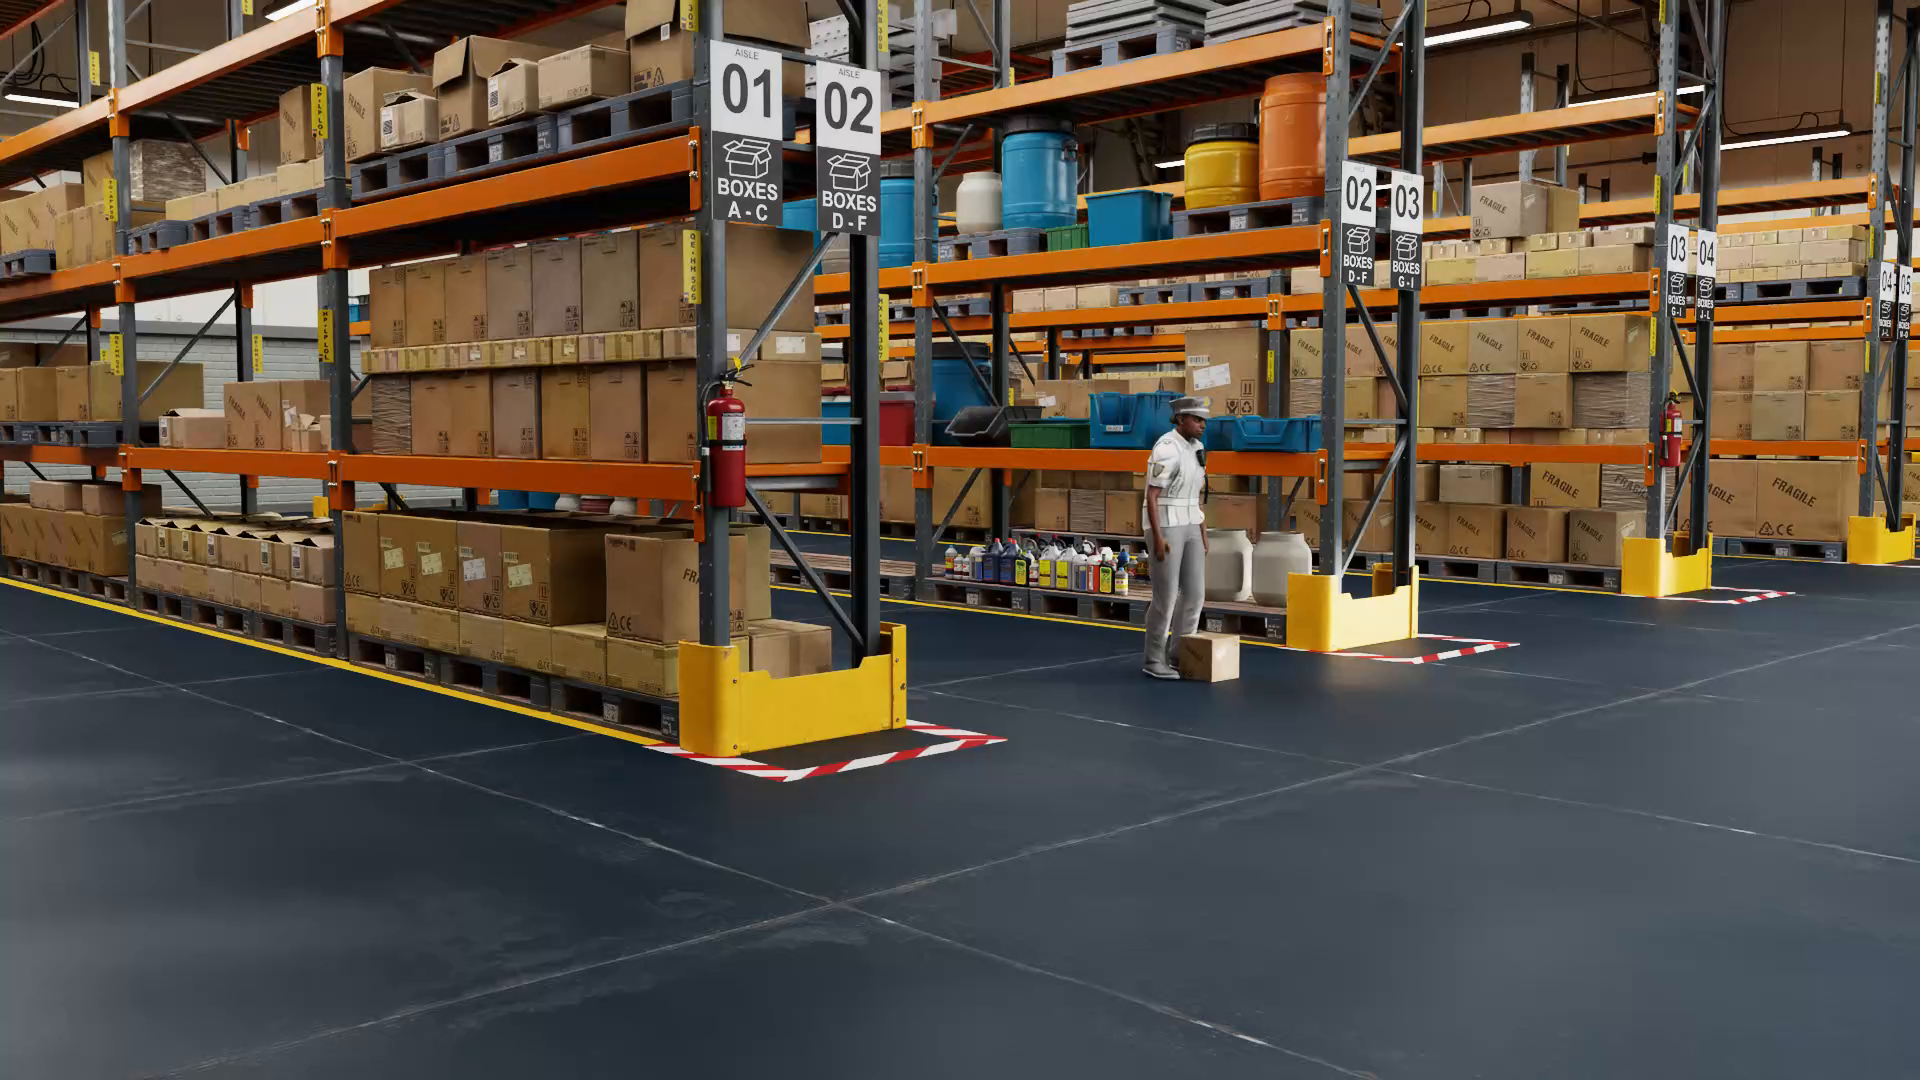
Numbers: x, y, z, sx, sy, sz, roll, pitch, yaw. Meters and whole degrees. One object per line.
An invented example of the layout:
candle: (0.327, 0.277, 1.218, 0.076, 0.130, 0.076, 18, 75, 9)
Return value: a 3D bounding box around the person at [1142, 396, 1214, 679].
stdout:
person: (1.299, -0.024, 9.903, 0.512, 1.657, 0.399, -4, 6, -44)
